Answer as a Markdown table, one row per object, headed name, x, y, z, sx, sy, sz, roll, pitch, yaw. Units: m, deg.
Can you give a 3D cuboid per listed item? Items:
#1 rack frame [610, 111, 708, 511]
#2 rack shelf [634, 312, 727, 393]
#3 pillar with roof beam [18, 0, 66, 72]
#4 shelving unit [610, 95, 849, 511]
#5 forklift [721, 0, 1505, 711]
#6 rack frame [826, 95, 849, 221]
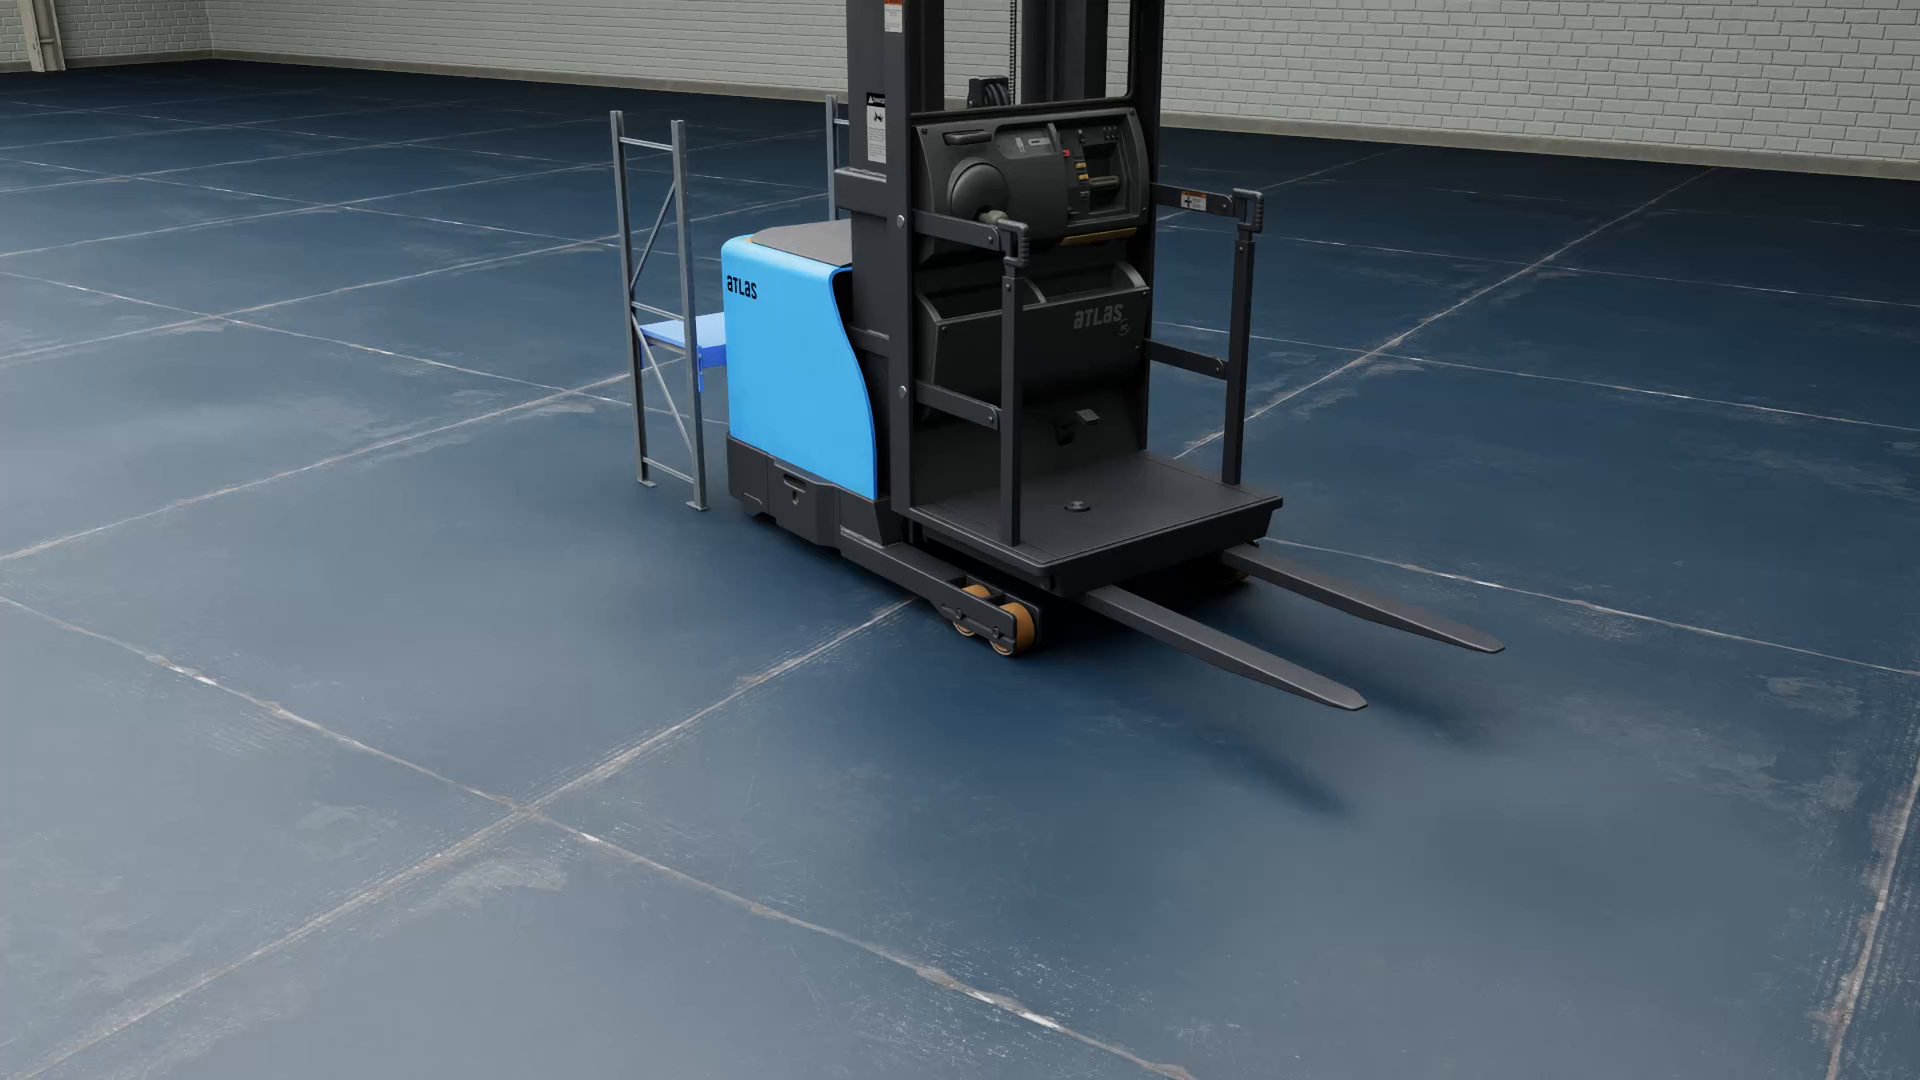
| name | x | y | z | sx | sy | sz | roll | pitch | yaw |
| --- | --- | --- | --- | --- | --- | --- | --- | --- | --- |
| rack frame | -1.174 | -0.886 | 6.494 | 0.032 | 1.500 | 0.500 | -16 | 25 | -37 |
| rack shelf | -0.783 | -0.830 | 6.861 | 1.000 | 0.185 | 0.538 | -16 | 25 | -37 |
| pillar with roof beam | -10.950 | -10.859 | 22.651 | 9.100 | 9.000 | 0.400 | 13 | 24 | 32 |
| shelving unit | -0.784 | -0.999 | 6.800 | 1.048 | 1.500 | 0.538 | -16 | 25 | -37 |
| forklift | 0.384 | -1.202 | 5.290 | 1.130 | 2.935 | 3.031 | -15 | 25 | -35 |
| rack frame | -0.393 | -1.112 | 7.105 | 0.032 | 1.500 | 0.500 | -16 | 25 | -37 |
